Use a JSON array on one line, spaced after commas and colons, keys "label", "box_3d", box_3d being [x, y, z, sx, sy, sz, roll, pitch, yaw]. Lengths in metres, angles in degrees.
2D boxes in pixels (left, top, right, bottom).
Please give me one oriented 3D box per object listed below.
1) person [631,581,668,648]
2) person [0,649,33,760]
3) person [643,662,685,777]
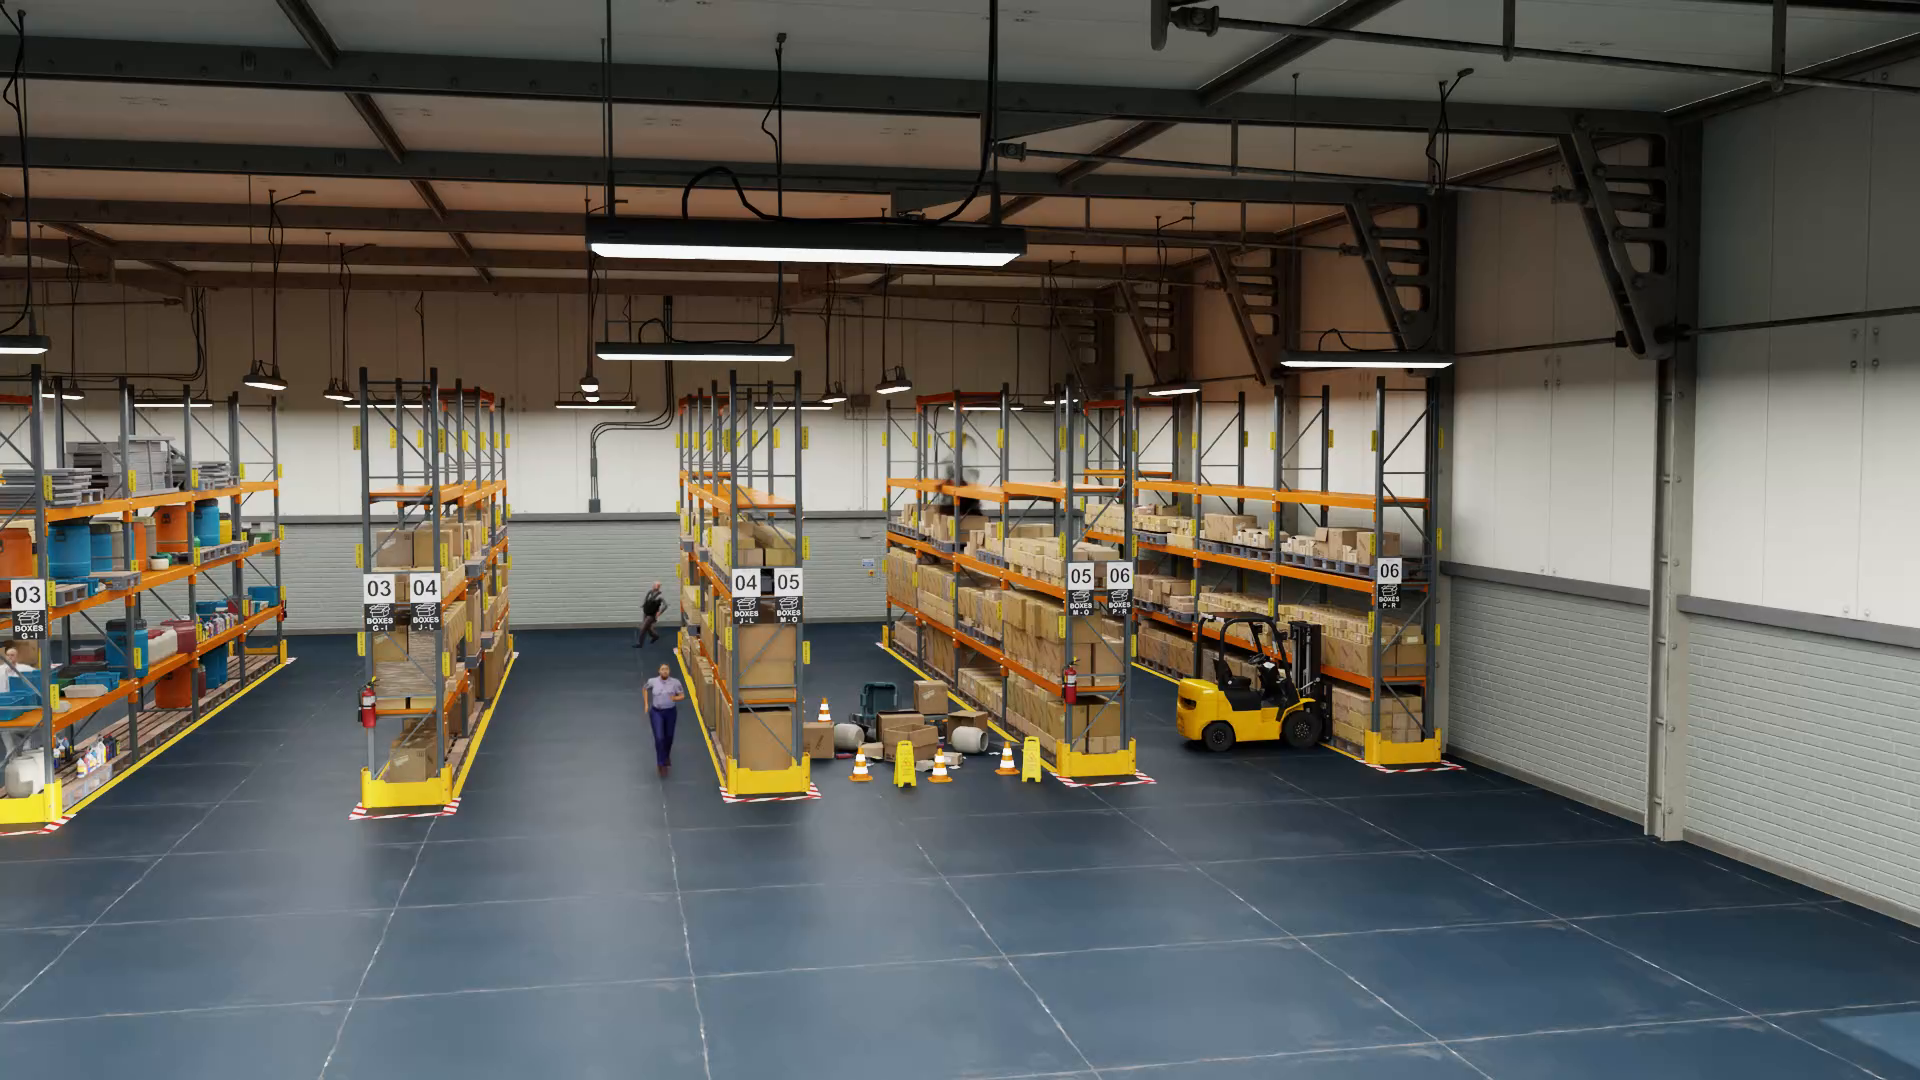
[{"label": "person", "box_3d": [-7.512, 1.798, 40.148, 0.821, 1.629, 0.855, -2, 4, -34]}, {"label": "person", "box_3d": [-14.931, 2.575, 26.208, 0.708, 1.724, 0.670, -1, 3, -11]}, {"label": "person", "box_3d": [-4.472, 2.684, 25.141, 0.580, 1.673, 0.855, -1, 4, -20]}]
